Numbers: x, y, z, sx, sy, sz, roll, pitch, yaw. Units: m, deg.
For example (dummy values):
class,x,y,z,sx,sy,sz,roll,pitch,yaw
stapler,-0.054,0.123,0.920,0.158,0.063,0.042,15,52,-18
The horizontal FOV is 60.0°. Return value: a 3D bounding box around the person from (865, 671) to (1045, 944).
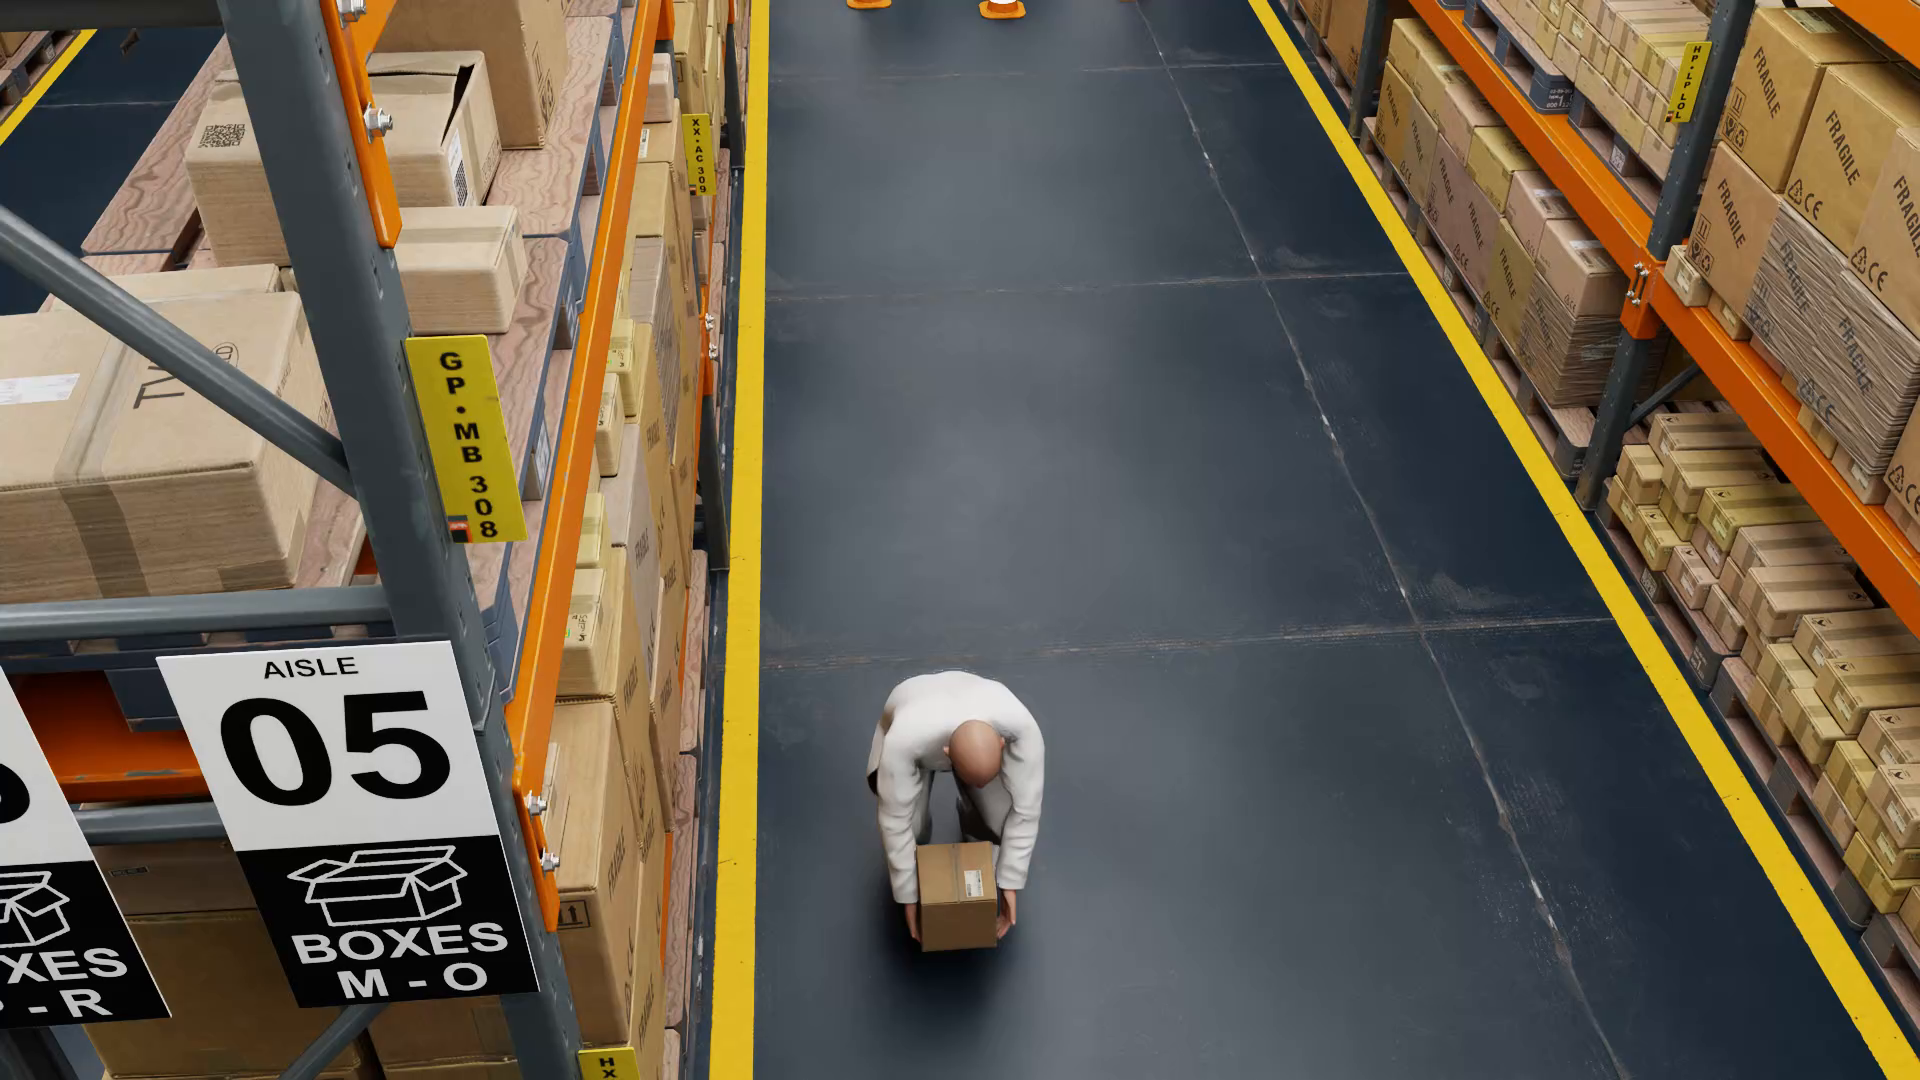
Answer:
class,x,y,z,sx,sy,sz,roll,pitch,yaw
person,-0.023,0.833,5.759,0.609,0.986,0.911,-3,39,-4
